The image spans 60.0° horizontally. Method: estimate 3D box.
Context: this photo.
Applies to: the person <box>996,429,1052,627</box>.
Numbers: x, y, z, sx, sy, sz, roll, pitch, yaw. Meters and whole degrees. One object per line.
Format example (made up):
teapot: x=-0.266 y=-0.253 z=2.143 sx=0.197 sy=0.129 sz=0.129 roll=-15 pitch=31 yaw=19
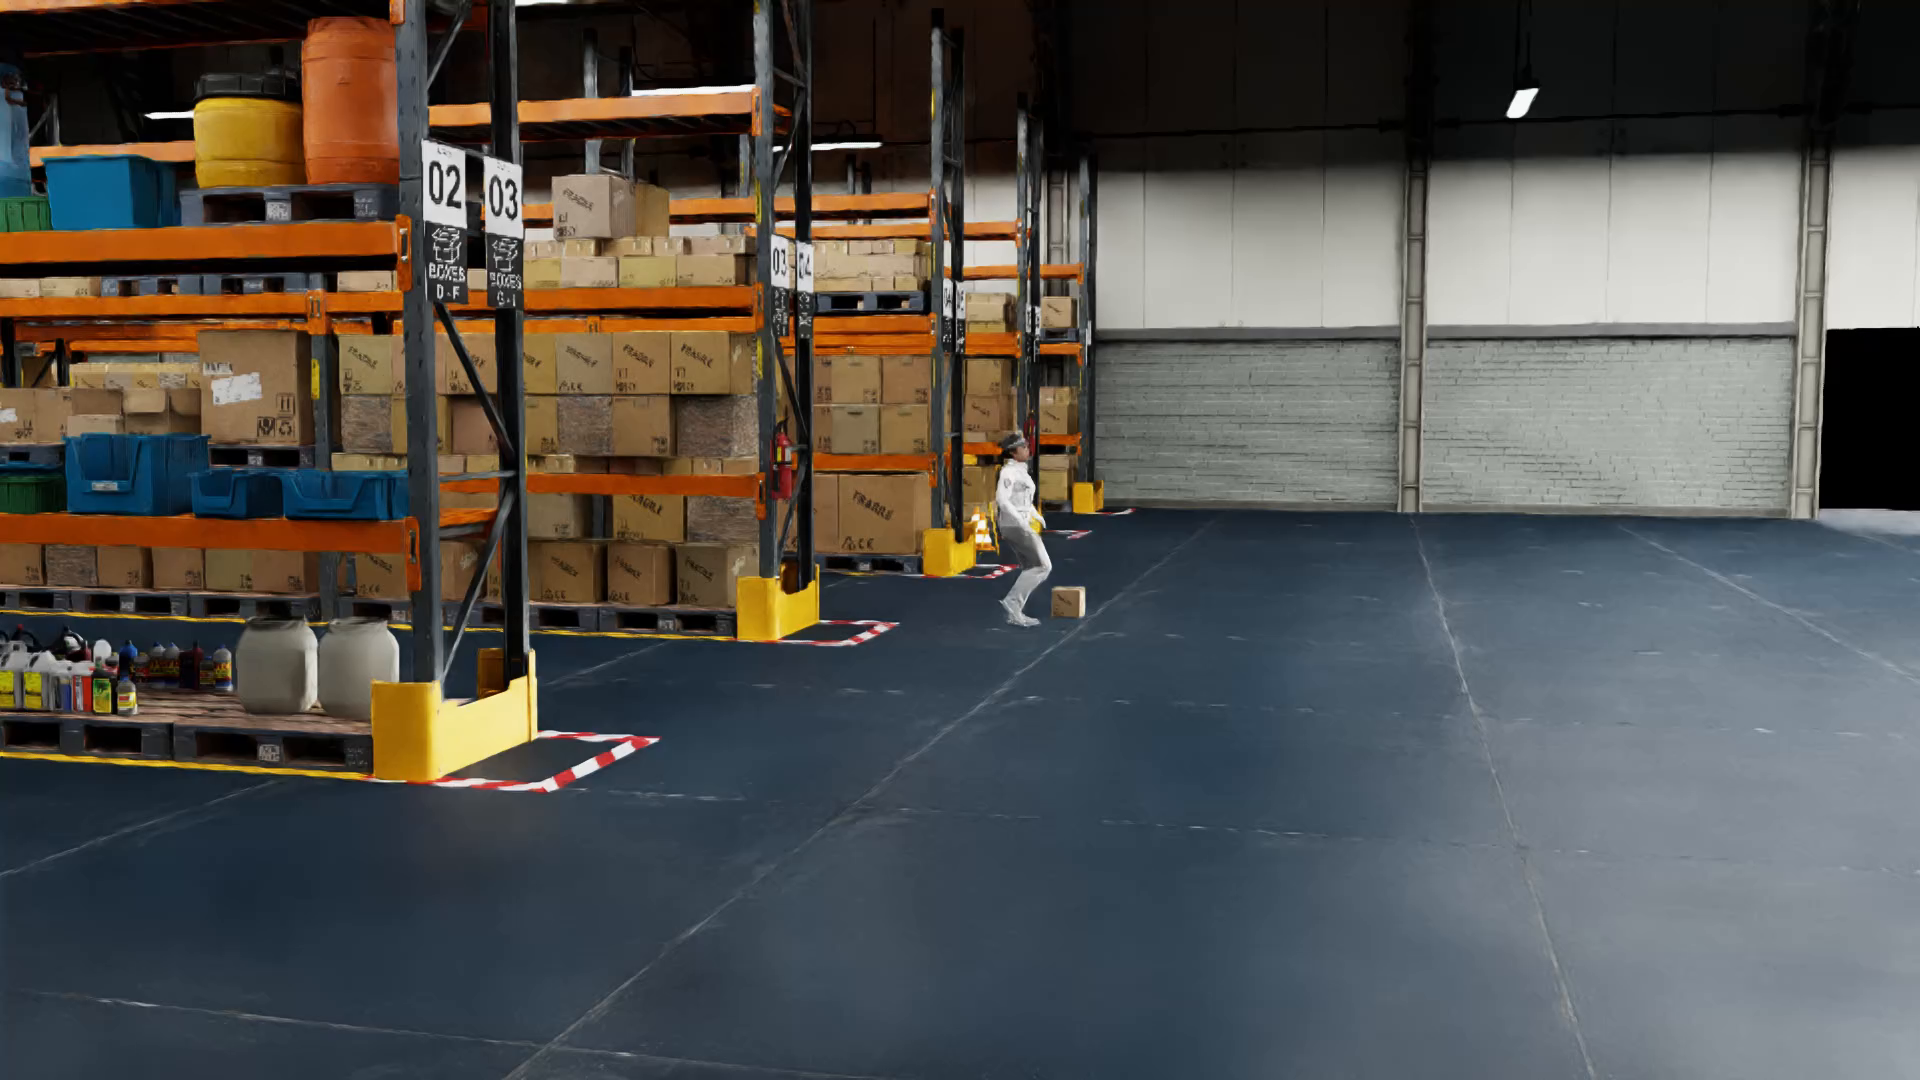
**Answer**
person: x=0.531 y=-0.101 z=13.980 sx=0.470 sy=1.665 sz=0.654 roll=0 pitch=5 yaw=0
